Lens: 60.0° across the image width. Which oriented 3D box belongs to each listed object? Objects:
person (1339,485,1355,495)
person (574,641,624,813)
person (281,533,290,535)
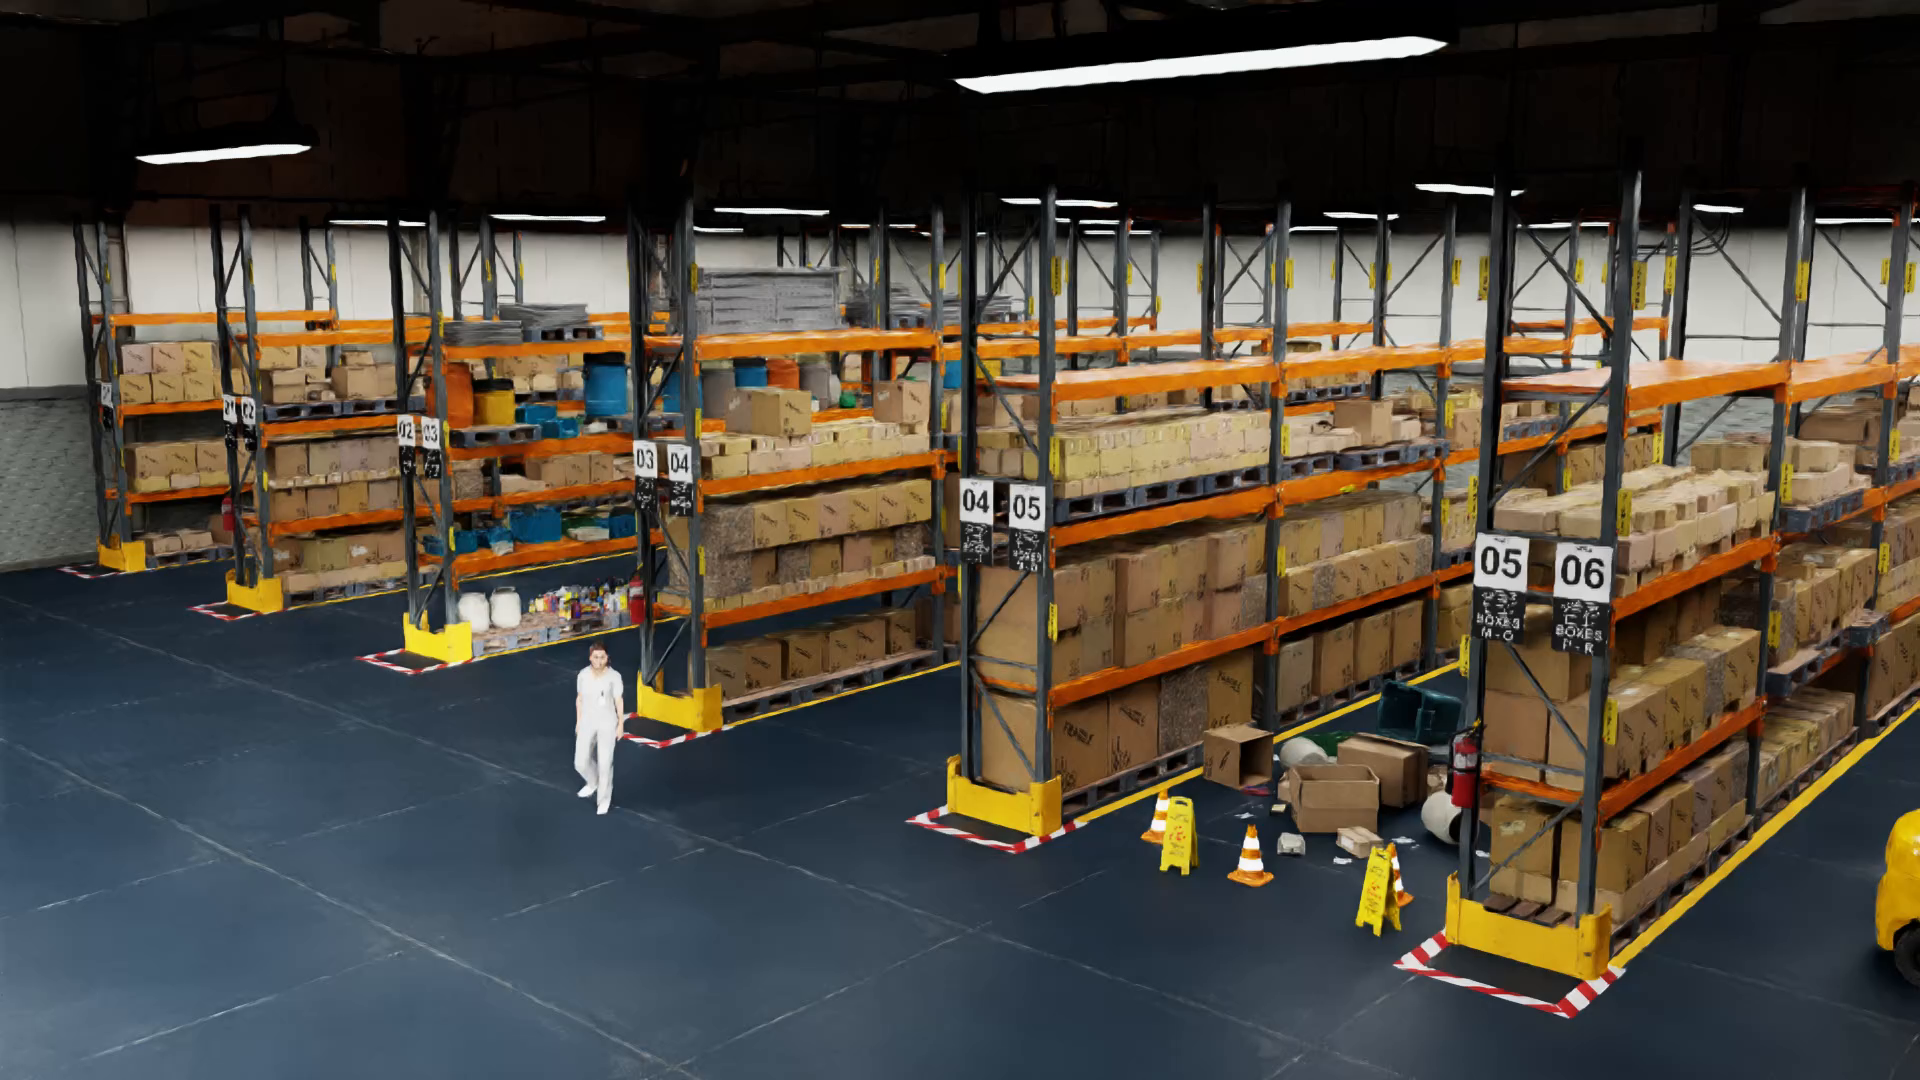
[{"bbox_3d":[6.219,-0.098,26.702,0.577,1.687,1.121,9,13,43],"label":"person"},{"bbox_3d":[-3.420,1.747,15.804,0.509,1.664,0.517,1,9,4],"label":"person"},{"bbox_3d":[-11.736,-0.453,28.731,0.673,1.730,0.769,4,10,20],"label":"person"}]
